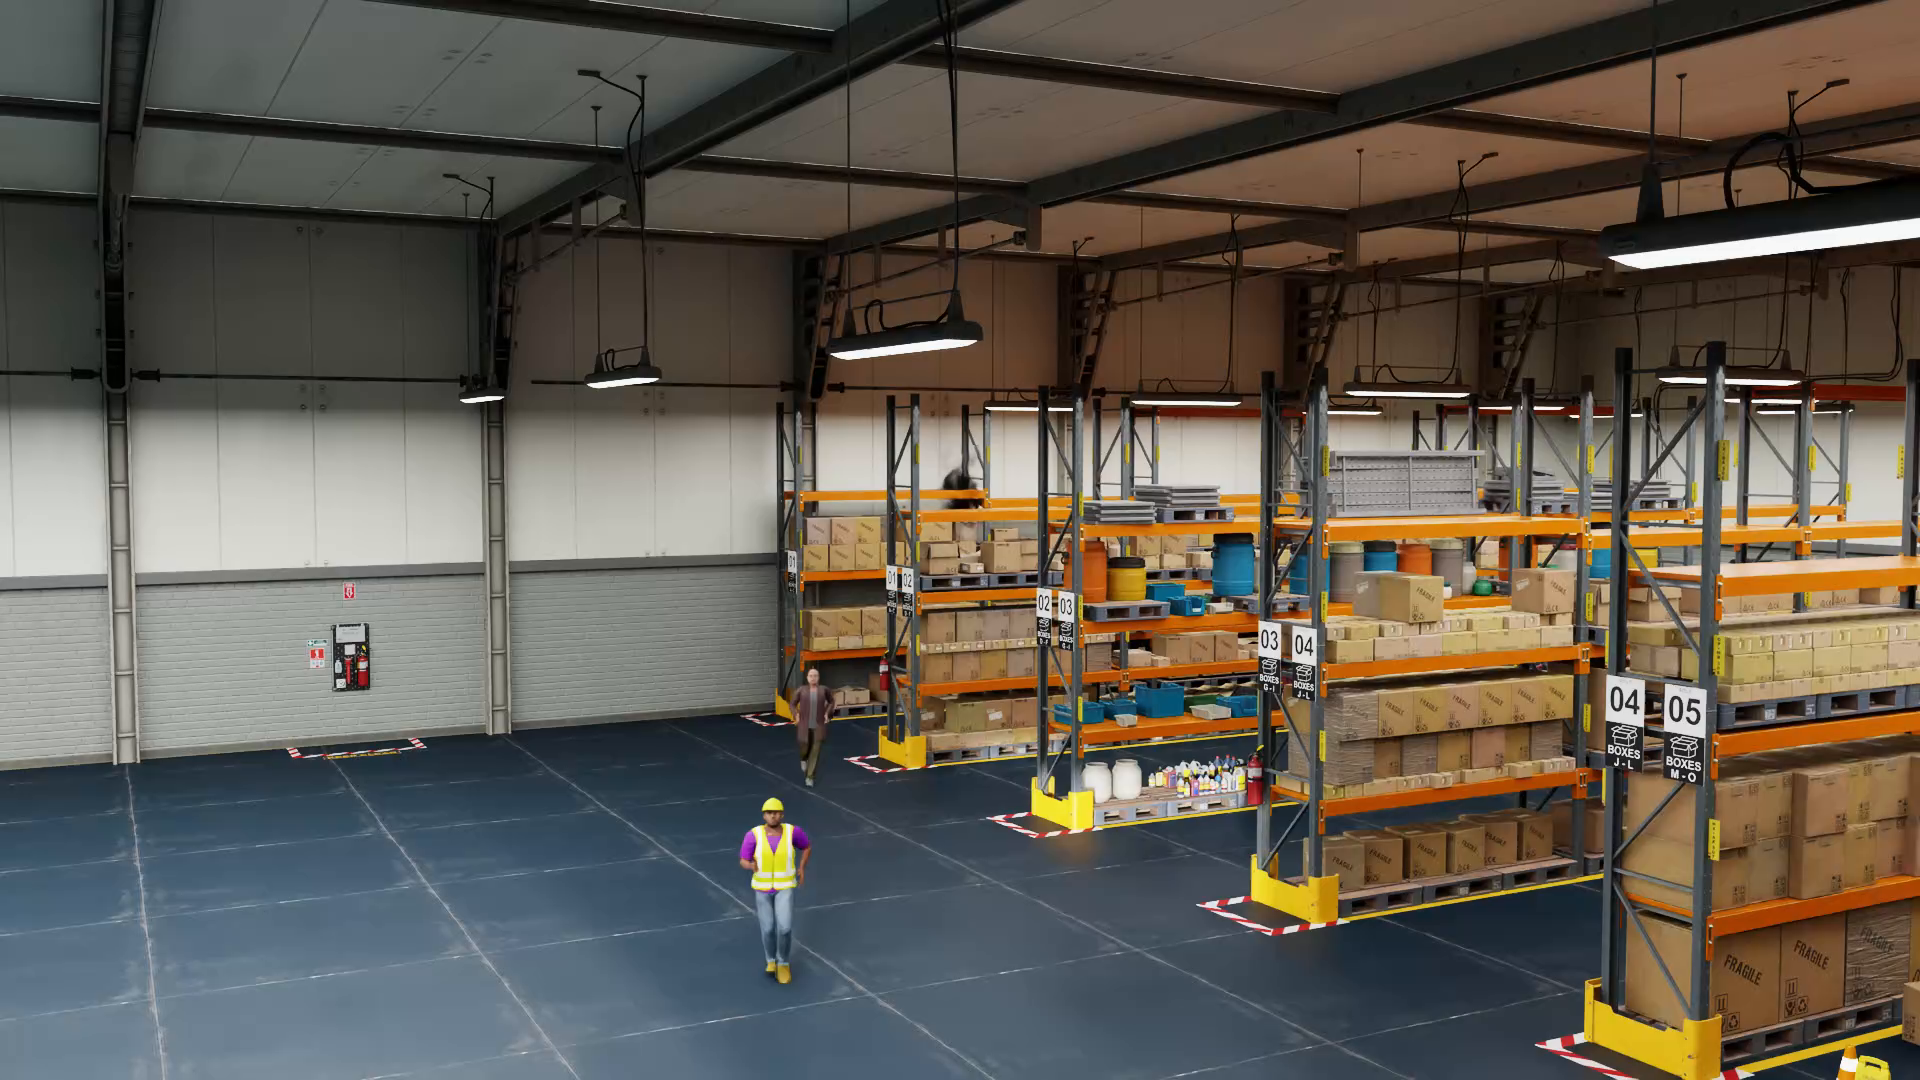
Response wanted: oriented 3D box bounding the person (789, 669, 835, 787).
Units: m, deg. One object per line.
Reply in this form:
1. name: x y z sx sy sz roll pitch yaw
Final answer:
1. person: -2.262 2.856 25.540 0.711 1.753 0.881 0 3 -8

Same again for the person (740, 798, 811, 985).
1. person: -1.784 3.382 16.009 0.677 1.795 0.683 0 3 -2
